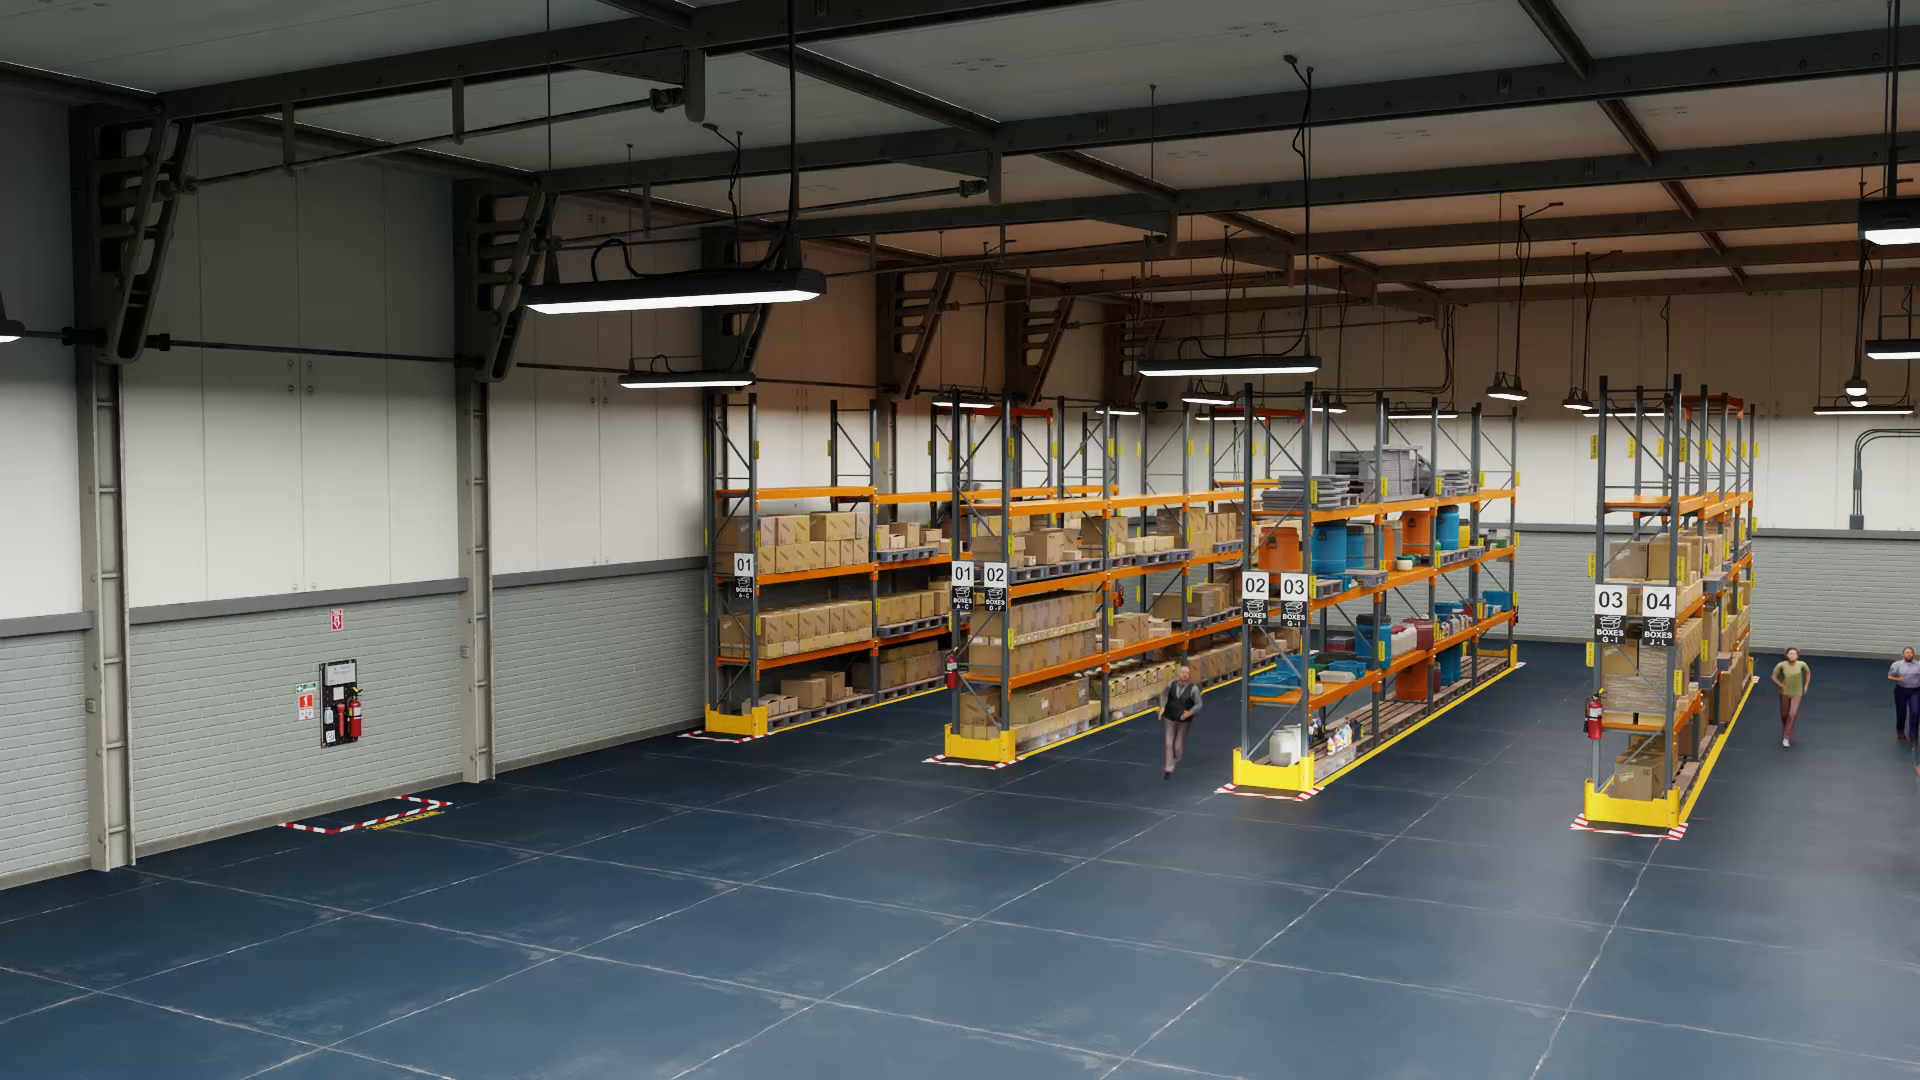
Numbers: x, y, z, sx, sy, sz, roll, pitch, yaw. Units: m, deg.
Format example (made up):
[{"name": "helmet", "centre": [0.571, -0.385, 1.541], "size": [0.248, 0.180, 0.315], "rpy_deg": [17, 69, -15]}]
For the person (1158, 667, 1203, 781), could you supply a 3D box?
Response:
[{"name": "person", "centre": [3.380, 2.790, 25.496], "size": [0.681, 1.718, 0.779], "rpy_deg": [1, 3, 14]}]

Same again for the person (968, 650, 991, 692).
[{"name": "person", "centre": [0.475, 2.440, 31.197], "size": [0.650, 1.810, 0.850], "rpy_deg": [2, 3, 26]}]

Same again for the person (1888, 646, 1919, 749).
[{"name": "person", "centre": [16.096, 2.640, 28.258], "size": [0.604, 1.669, 0.893], "rpy_deg": [1, 3, 24]}]

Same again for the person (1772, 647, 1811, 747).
[{"name": "person", "centre": [14.183, 2.644, 28.393], "size": [0.601, 1.661, 0.959], "rpy_deg": [1, 3, 26]}]
